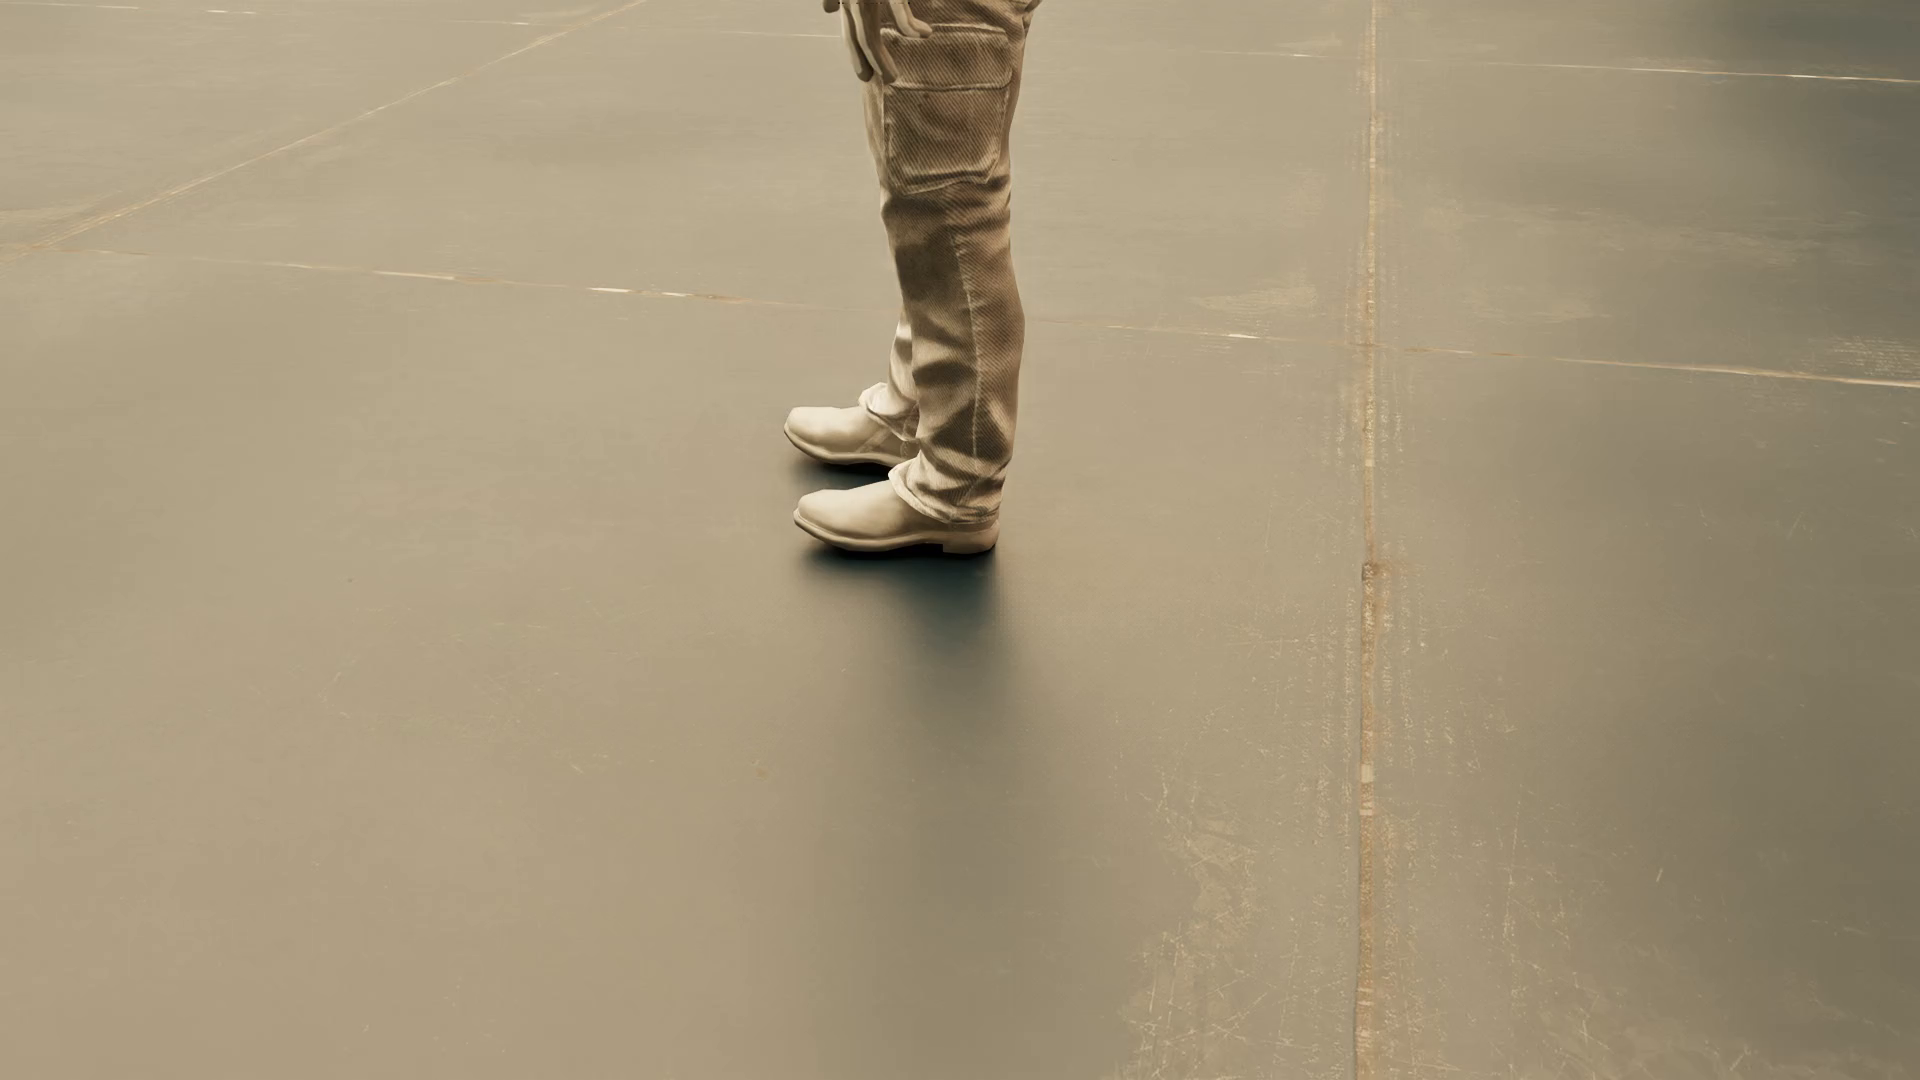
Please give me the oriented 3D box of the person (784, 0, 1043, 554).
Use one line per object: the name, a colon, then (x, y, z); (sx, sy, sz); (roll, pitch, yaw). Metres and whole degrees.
person: (-0.069, -0.813, 2.116); (0.575, 1.784, 0.656); (6, 27, 11)
